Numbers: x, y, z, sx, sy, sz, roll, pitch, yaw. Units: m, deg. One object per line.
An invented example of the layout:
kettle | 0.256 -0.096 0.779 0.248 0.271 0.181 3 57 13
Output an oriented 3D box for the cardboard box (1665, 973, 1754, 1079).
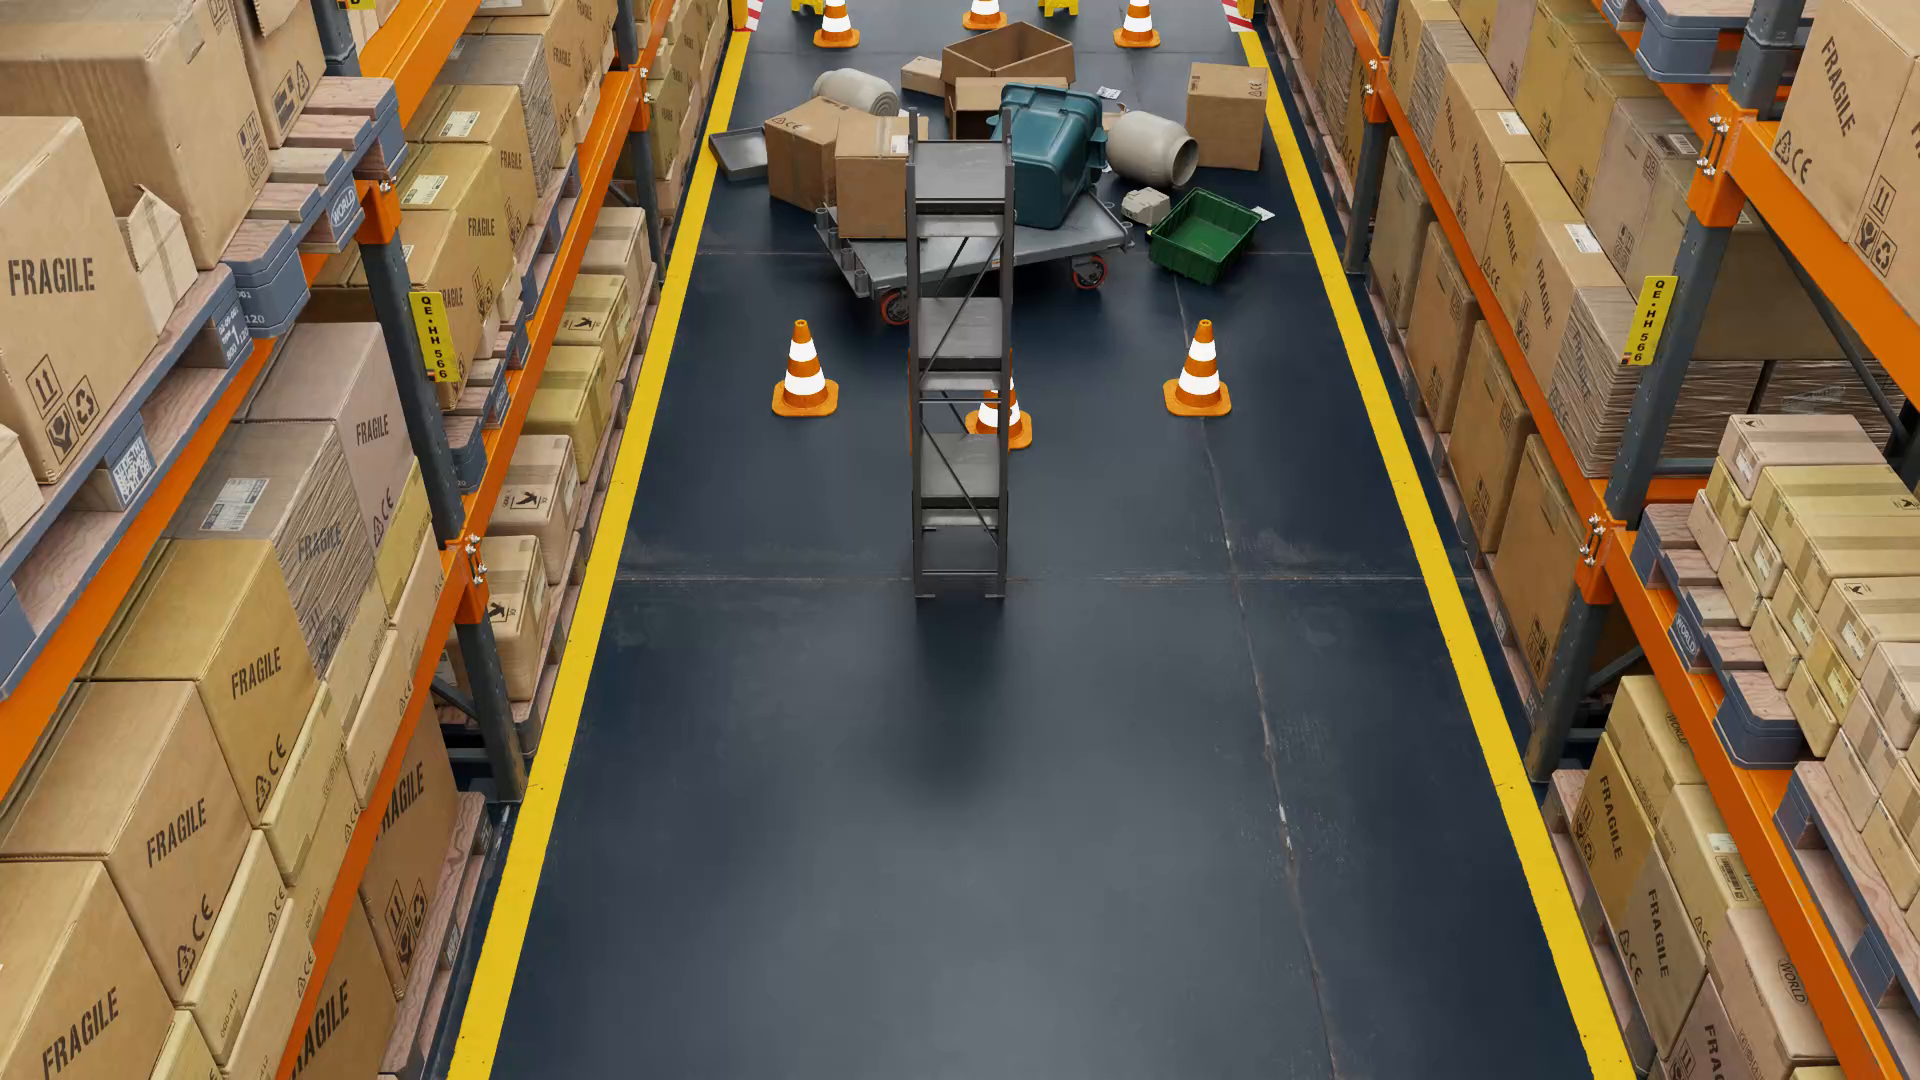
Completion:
cardboard box | 2.503 1.643 4.965 0.500 0.500 0.500 -1 39 -1

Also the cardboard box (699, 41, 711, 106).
cardboard box | -1.942 -3.117 11.104 0.500 0.250 0.500 -1 39 -2

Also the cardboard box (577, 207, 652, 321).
cardboard box | -2.203 -1.492 8.978 0.950 0.372 0.625 0 39 1

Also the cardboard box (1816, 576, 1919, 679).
cardboard box | 2.553 0.231 4.452 0.380 0.149 0.250 -2 39 -2

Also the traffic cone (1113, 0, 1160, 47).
traffic cone | 1.319 -3.927 12.280 0.336 0.463 0.334 0 39 0

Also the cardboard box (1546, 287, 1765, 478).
cardboard box | 2.479 -0.567 5.979 0.500 0.500 0.500 0 39 0

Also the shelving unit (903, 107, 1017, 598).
shelving unit | 0.000 -0.716 6.964 0.431 2.100 0.503 0 39 0

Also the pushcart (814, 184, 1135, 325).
pushcart | 0.073 -1.691 9.558 1.648 0.377 0.936 -13 40 -16

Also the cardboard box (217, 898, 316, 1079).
cardboard box | -1.912 1.148 4.039 0.500 0.250 0.500 -1 39 -1

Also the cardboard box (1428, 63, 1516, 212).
cardboard box | 2.474 -1.830 7.555 0.500 0.500 0.500 0 39 0

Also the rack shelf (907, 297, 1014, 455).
rack shelf | 0.000 -0.705 6.973 0.431 0.518 0.480 0 39 0

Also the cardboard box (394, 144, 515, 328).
cardboard box | -1.979 -1.106 6.078 0.500 0.500 0.500 2 39 2

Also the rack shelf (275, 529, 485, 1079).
rack shelf | -2.200 1.351 4.240 1.077 0.370 4.000 0 39 0

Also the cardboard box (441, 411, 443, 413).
cardboard box | -2.016 -0.449 5.777 0.380 0.149 0.250 -2 39 -3

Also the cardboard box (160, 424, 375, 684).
cardboard box | -1.931 0.035 4.428 0.500 0.500 0.500 1 39 1

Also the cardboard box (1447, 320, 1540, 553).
cardboard box | 2.833 -0.460 7.389 1.050 0.750 0.750 1 39 1

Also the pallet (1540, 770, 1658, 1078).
pallet | 2.747 1.330 5.921 1.003 0.211 1.213 0 39 0

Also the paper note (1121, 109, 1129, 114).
paper note | 1.121 -2.930 11.399 0.032 0.001 0.123 20 43 23

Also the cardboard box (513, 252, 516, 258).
cardboard box | -1.995 -1.120 6.614 0.380 0.149 0.250 2 39 3

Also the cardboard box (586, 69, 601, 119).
cardboard box | -1.911 -2.100 7.836 0.380 0.149 0.250 -1 39 -1

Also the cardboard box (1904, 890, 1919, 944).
cardboard box | 2.549 0.959 4.019 0.380 0.149 0.250 -1 39 -2

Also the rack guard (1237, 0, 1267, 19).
rack guard | 2.739 -4.289 12.702 1.175 0.500 0.348 0 39 0

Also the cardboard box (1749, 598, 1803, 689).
cardboard box | 2.548 0.304 4.837 0.380 0.149 0.250 2 39 2

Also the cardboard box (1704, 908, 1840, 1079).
cardboard box | 2.495 1.330 4.755 0.500 0.250 0.500 0 39 0

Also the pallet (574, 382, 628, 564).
pallet | -2.200 -0.342 8.007 1.003 0.211 1.213 0 39 0

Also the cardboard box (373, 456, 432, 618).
cardboard box | -1.947 -0.014 5.089 0.500 0.250 0.500 0 39 0

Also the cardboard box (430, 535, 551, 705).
cardboard box | -2.193 0.328 6.707 0.950 0.372 0.625 -2 39 -3

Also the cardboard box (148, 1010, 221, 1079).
cardboard box | -1.918 1.268 3.489 0.500 0.250 0.500 0 39 1

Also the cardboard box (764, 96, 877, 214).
cardboard box | -0.847 -2.378 10.316 0.500 0.500 0.500 28 46 30

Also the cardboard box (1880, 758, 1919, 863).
cardboard box | 2.551 0.679 4.131 0.380 0.149 0.250 0 39 0

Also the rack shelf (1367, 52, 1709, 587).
rack shelf | 2.746 -1.217 7.445 1.077 0.370 4.000 0 39 0

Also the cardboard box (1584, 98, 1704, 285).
cardboard box | 2.756 -1.273 6.060 0.700 0.500 0.500 -1 39 -1

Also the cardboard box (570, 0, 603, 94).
cardboard box | -1.975 -2.402 7.695 0.500 0.500 0.500 0 39 0

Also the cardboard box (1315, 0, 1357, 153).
cardboard box | 2.808 -3.040 10.508 0.875 0.875 0.875 0 39 0

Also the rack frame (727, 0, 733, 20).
rack frame | -2.211 -5.183 11.819 1.000 3.000 0.127 0 39 0

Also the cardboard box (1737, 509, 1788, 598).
cardboard box | 2.550 0.043 4.924 0.380 0.149 0.250 2 39 2

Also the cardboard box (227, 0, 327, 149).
cardboard box | -2.051 -1.319 4.180 0.797 0.503 0.637 -2 39 -3

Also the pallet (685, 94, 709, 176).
pallet | -2.247 -2.778 11.048 1.003 0.211 1.213 0 39 0

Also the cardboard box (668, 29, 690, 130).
cardboard box | -1.950 -2.769 10.070 0.500 0.500 0.500 1 39 2

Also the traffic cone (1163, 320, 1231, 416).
traffic cone | 1.235 -0.919 8.526 0.336 0.463 0.334 0 39 0

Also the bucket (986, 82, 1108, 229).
bucket | 0.438 -2.147 9.433 0.726 0.611 0.620 13 50 15

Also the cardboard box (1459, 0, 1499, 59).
cardboard box | 2.752 -2.545 7.648 0.700 0.500 0.500 -1 39 -1

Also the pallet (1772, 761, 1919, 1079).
pallet | 2.791 1.066 4.175 1.003 0.211 1.213 0 39 0

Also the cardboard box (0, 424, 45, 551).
cardboard box | -1.849 -0.103 2.853 0.396 0.266 0.258 3 39 4

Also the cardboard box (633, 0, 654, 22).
cardboard box | -1.928 -3.112 8.917 0.500 0.500 0.500 0 39 0

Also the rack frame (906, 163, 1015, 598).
rack frame | 0.000 -0.563 6.774 0.400 2.100 0.015 0 39 0

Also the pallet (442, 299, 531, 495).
pallet | -2.309 -0.551 6.192 1.213 0.211 1.003 0 39 0

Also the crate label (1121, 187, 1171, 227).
crate label | 1.140 -2.048 10.196 0.298 0.136 0.250 -28 46 -30

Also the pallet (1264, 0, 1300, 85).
pallet | 2.818 -3.661 12.150 1.003 0.211 1.213 0 39 0

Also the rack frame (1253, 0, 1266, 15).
rack frame | 2.739 -5.250 11.902 1.000 3.000 0.127 0 39 0

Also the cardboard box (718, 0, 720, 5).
cardboard box | -1.949 -4.066 11.688 0.500 0.500 0.500 0 39 0
